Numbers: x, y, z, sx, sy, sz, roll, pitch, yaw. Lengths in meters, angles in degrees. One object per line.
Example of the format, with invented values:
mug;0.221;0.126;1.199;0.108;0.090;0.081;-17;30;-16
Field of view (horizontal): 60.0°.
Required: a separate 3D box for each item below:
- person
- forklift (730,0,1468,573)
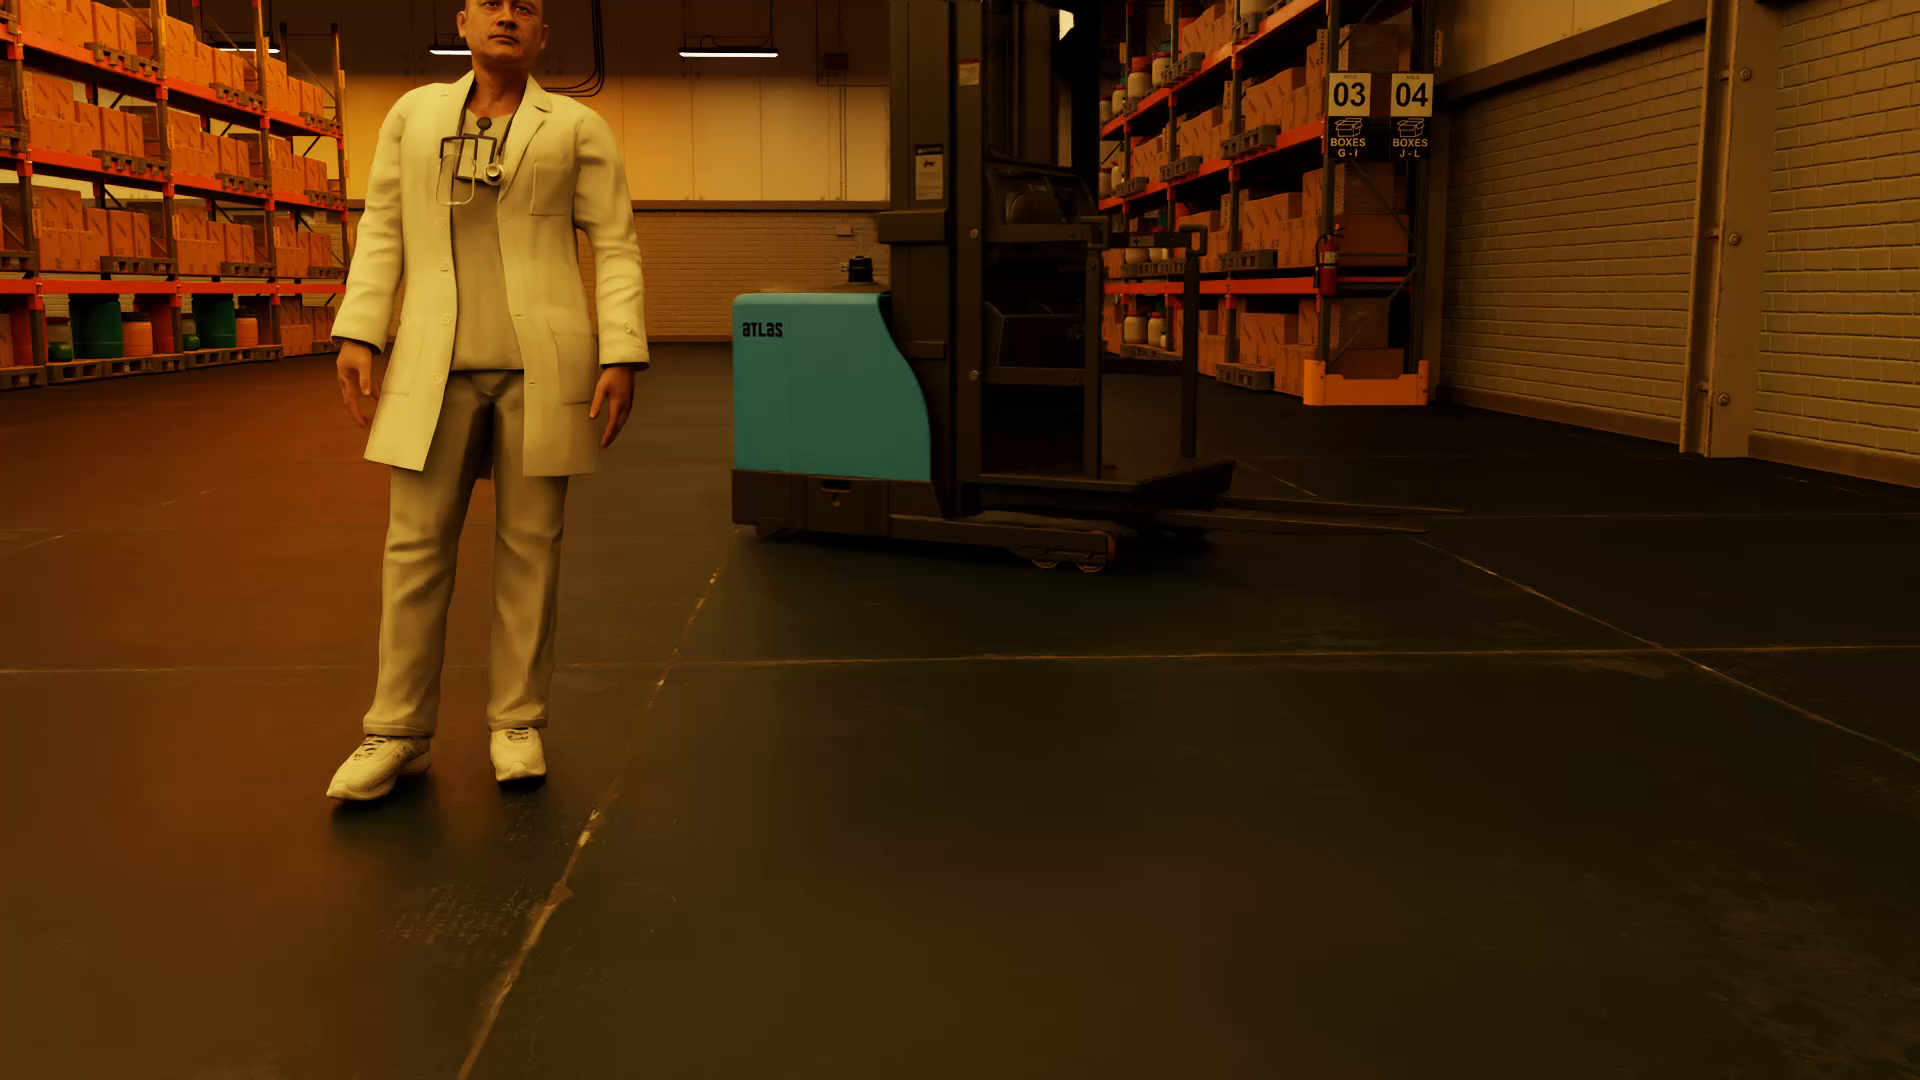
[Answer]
person;-1.034;-0.360;3.633;0.694;1.775;0.581;-1;8;-5
forklift;0.525;-1.411;6.833;3.031;2.935;1.130;5;10;29
